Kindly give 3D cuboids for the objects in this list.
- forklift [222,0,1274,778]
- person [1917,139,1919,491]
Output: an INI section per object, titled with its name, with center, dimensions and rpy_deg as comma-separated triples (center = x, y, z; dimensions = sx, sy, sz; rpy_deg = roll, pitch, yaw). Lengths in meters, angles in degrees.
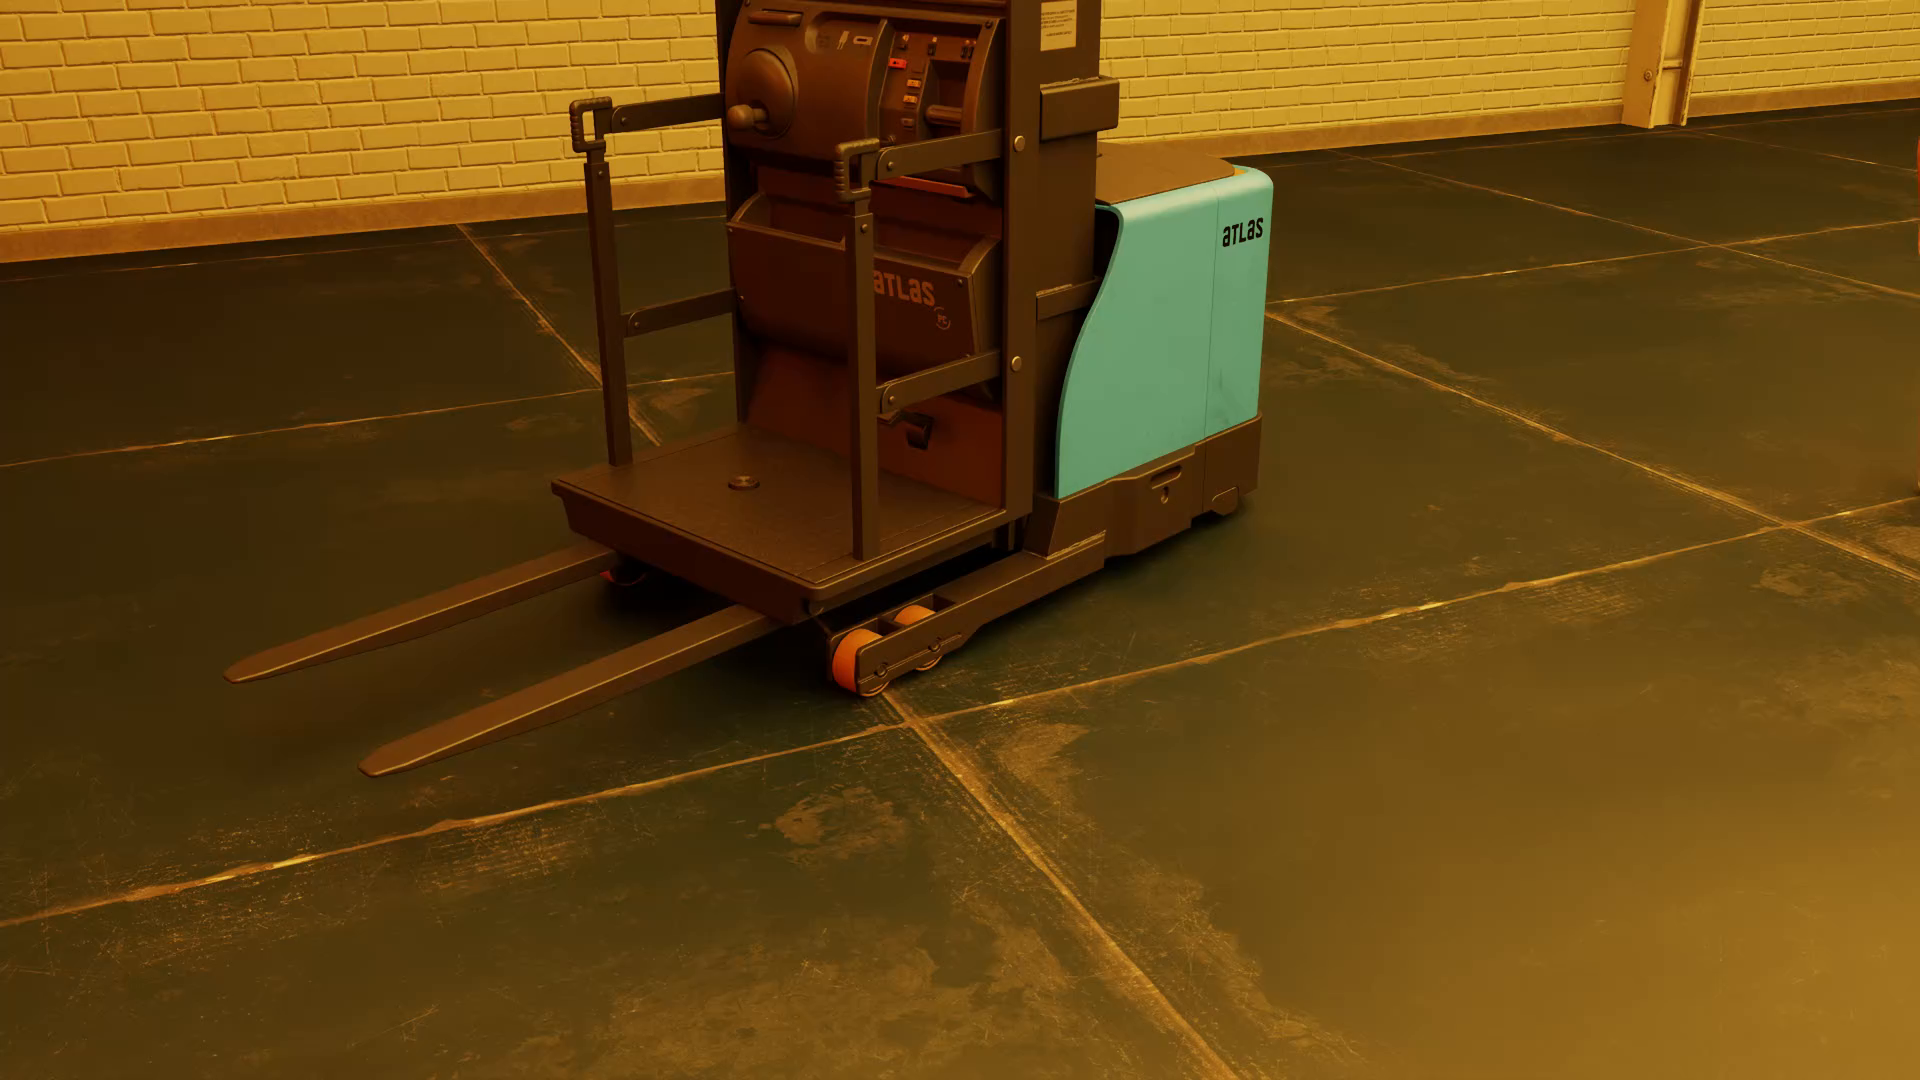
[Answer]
[forklift]
center = -0.413, -1.182, 4.131
dimensions = 1.130, 2.935, 3.031
rpy_deg = 19, 29, 39
[person]
center = 3.298, -0.949, 5.117
dimensions = 0.551, 1.727, 0.640
rpy_deg = -12, 26, -27
